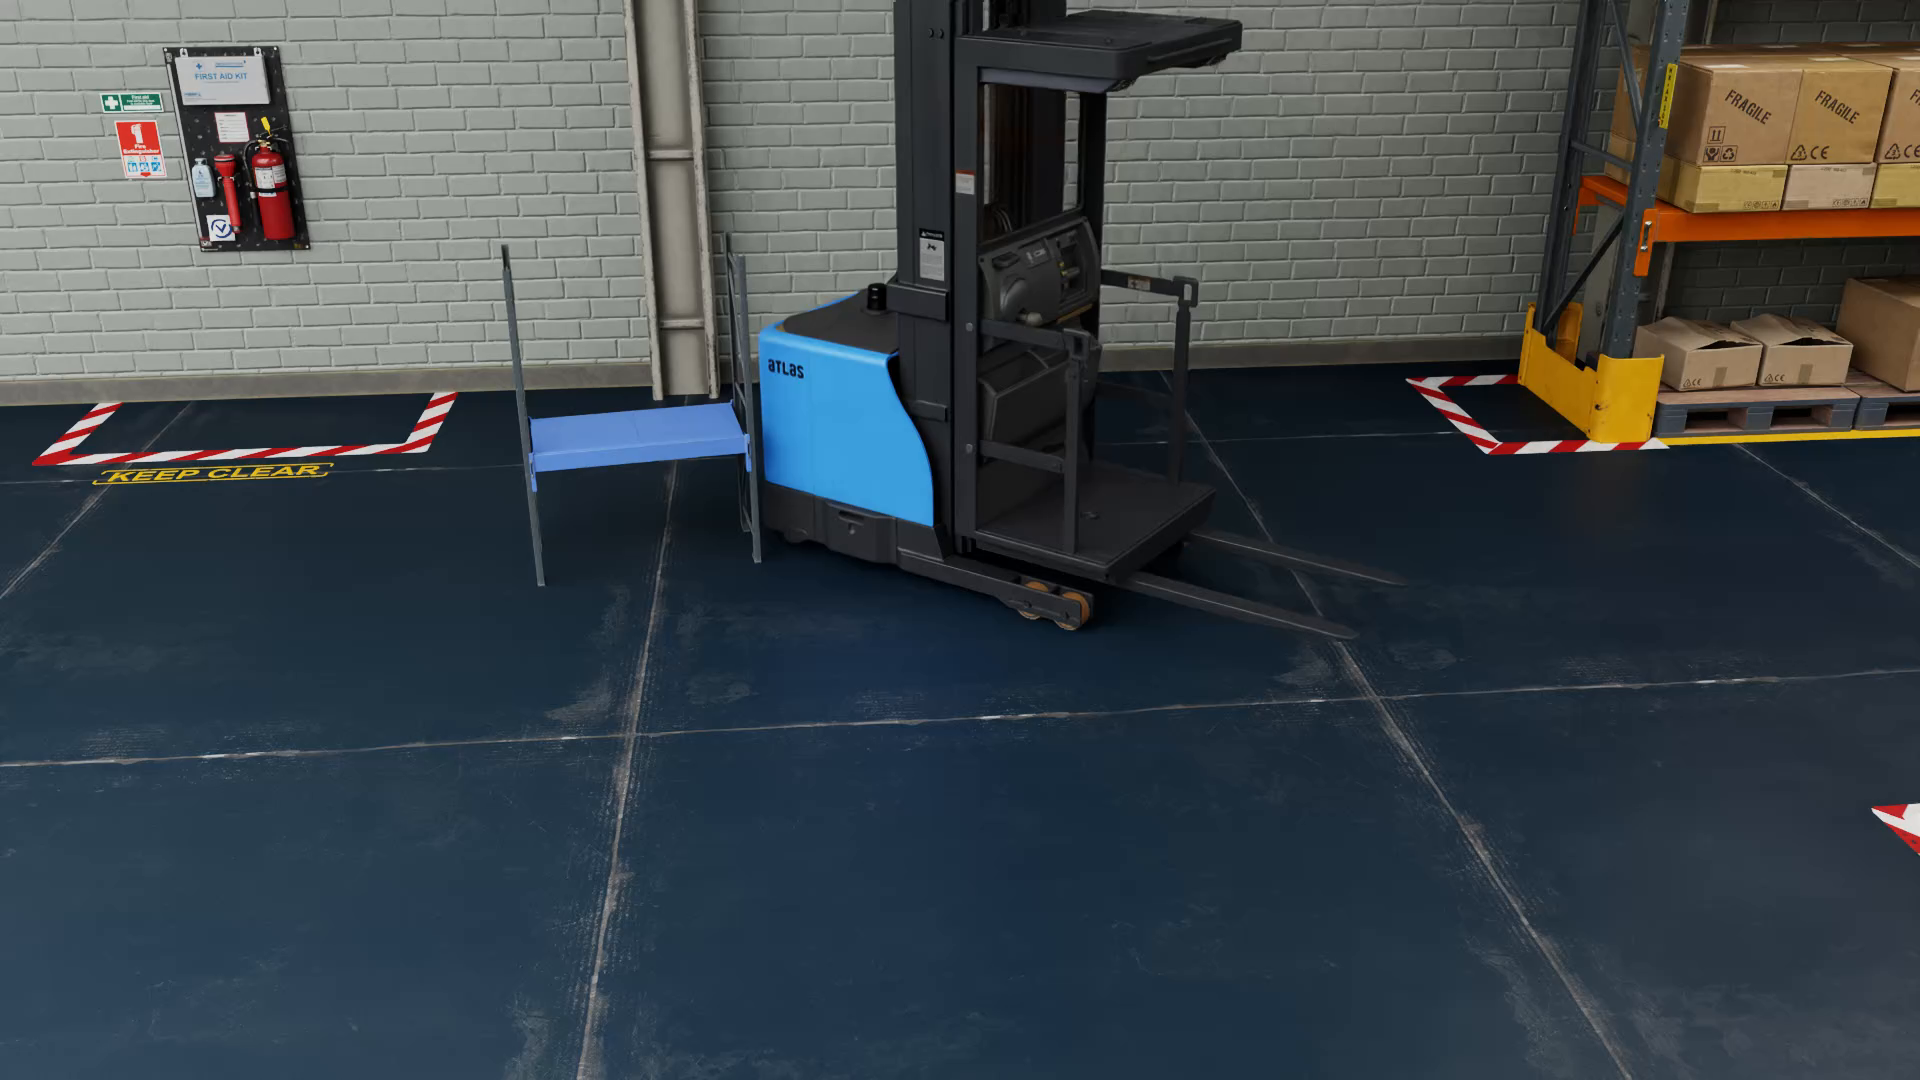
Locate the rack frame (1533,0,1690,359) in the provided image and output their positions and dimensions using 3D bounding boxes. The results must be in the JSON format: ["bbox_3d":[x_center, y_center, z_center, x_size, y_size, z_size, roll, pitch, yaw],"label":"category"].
[{"bbox_3d":[3.666,-2.159,9.414,0.127,3.000,1.000,-2,24,-5],"label":"rack frame"}]

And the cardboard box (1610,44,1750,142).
[{"bbox_3d":[4.114,-2.547,9.524,0.500,0.500,0.500,-3,24,-6],"label":"cardboard box"}]

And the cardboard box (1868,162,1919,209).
[{"bbox_3d":[5.205,-2.035,9.296,0.500,0.250,0.500,-3,24,-6],"label":"cardboard box"}]

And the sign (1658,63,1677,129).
[{"bbox_3d":[3.719,-2.335,8.745,0.005,0.325,0.100,-2,24,-5],"label":"sign"}]

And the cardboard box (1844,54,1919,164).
[{"bbox_3d":[5.178,-2.374,9.134,0.500,0.500,0.500,-3,24,-7],"label":"cardboard box"}]

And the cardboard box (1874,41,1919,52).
[{"bbox_3d":[5.631,-2.606,9.656,0.500,0.500,0.500,-2,24,-4],"label":"cardboard box"}]

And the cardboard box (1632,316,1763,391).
[{"bbox_3d":[4.363,-1.123,9.851,0.500,0.311,0.500,-5,24,-11],"label":"cardboard box"}]

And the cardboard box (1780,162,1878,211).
[{"bbox_3d":[4.698,-2.017,9.255,0.500,0.250,0.500,-3,24,-7],"label":"cardboard box"}]

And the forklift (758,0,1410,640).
[{"bbox_3d":[0.536,-1.185,7.308,3.031,2.935,1.130,15,28,31],"label":"forklift"}]

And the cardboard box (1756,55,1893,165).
[{"bbox_3d":[4.663,-2.356,9.093,0.500,0.500,0.500,-2,24,-5],"label":"cardboard box"}]

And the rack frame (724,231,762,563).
[{"bbox_3d":[-1.034,-0.672,7.916,0.032,1.500,0.500,-6,25,-13],"label":"rack frame"}]

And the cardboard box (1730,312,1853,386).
[{"bbox_3d":[4.930,-1.145,9.903,0.500,0.311,0.500,0,24,-1],"label":"cardboard box"}]

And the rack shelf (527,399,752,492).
[{"bbox_3d":[-1.526,-0.455,7.871,1.000,0.185,0.538,-6,25,-13],"label":"rack shelf"}]

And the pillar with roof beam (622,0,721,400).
[{"bbox_3d":[-1.271,-3.298,4.592,0.400,9.000,9.100,-2,24,-5],"label":"pillar with roof beam"}]

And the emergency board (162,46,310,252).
[{"bbox_3d":[-4.157,-2.214,9.538,0.643,1.169,0.194,-2,24,-5],"label":"emergency board"}]

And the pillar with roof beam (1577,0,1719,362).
[{"bbox_3d":[4.700,-3.538,5.130,0.400,9.000,9.100,-2,24,-5],"label":"pillar with roof beam"}]

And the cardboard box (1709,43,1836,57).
[{"bbox_3d":[4.616,-2.563,9.560,0.500,0.500,0.500,-2,24,-4],"label":"cardboard box"}]

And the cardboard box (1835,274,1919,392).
[{"bbox_3d":[5.665,-1.241,9.885,0.500,0.500,0.700,-4,24,-8],"label":"cardboard box"}]

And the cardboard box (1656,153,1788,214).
[{"bbox_3d":[4.182,-1.991,9.196,0.500,0.250,0.500,-3,24,-7],"label":"cardboard box"}]

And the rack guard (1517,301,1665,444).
[{"bbox_3d":[3.741,-1.020,9.929,0.348,0.500,1.175,-2,24,-5],"label":"rack guard"}]

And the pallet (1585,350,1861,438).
[{"bbox_3d":[4.553,-0.906,10.028,1.213,0.211,1.003,-2,24,-5],"label":"pallet"}]

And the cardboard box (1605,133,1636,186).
[{"bbox_3d":[4.112,-2.197,9.659,0.500,0.250,0.500,-2,24,-4],"label":"cardboard box"}]

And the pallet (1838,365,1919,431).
[{"bbox_3d":[5.765,-0.953,10.135,1.213,0.211,1.003,-2,24,-5],"label":"pallet"}]

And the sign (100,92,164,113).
[{"bbox_3d":[-4.712,-2.488,9.459,0.331,0.109,0.001,-2,24,-5],"label":"sign"}]

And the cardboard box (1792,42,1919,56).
[{"bbox_3d":[5.130,-2.586,9.611,0.500,0.500,0.500,-3,24,-7],"label":"cardboard box"}]

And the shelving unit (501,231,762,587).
[{"bbox_3d":[-1.526,-0.620,7.798,1.048,1.500,0.538,-6,25,-13],"label":"shelving unit"}]

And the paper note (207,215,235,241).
[{"bbox_3d":[-4.340,-1.832,9.763,0.142,0.148,0.016,-2,24,-5],"label":"paper note"}]

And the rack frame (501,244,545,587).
[{"bbox_3d":[-2.017,-0.567,7.679,0.032,1.500,0.500,-6,25,-13],"label":"rack frame"}]

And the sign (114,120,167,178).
[{"bbox_3d":[-4.717,-2.250,9.575,0.234,0.329,0.001,-2,24,-5],"label":"sign"}]

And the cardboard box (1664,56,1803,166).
[{"bbox_3d":[4.170,-2.340,9.058,0.500,0.500,0.500,-2,24,-5],"label":"cardboard box"}]

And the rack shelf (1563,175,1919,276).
[{"bbox_3d":[5.656,-1.910,9.740,4.000,0.370,1.077,-2,24,-5],"label":"rack shelf"}]
